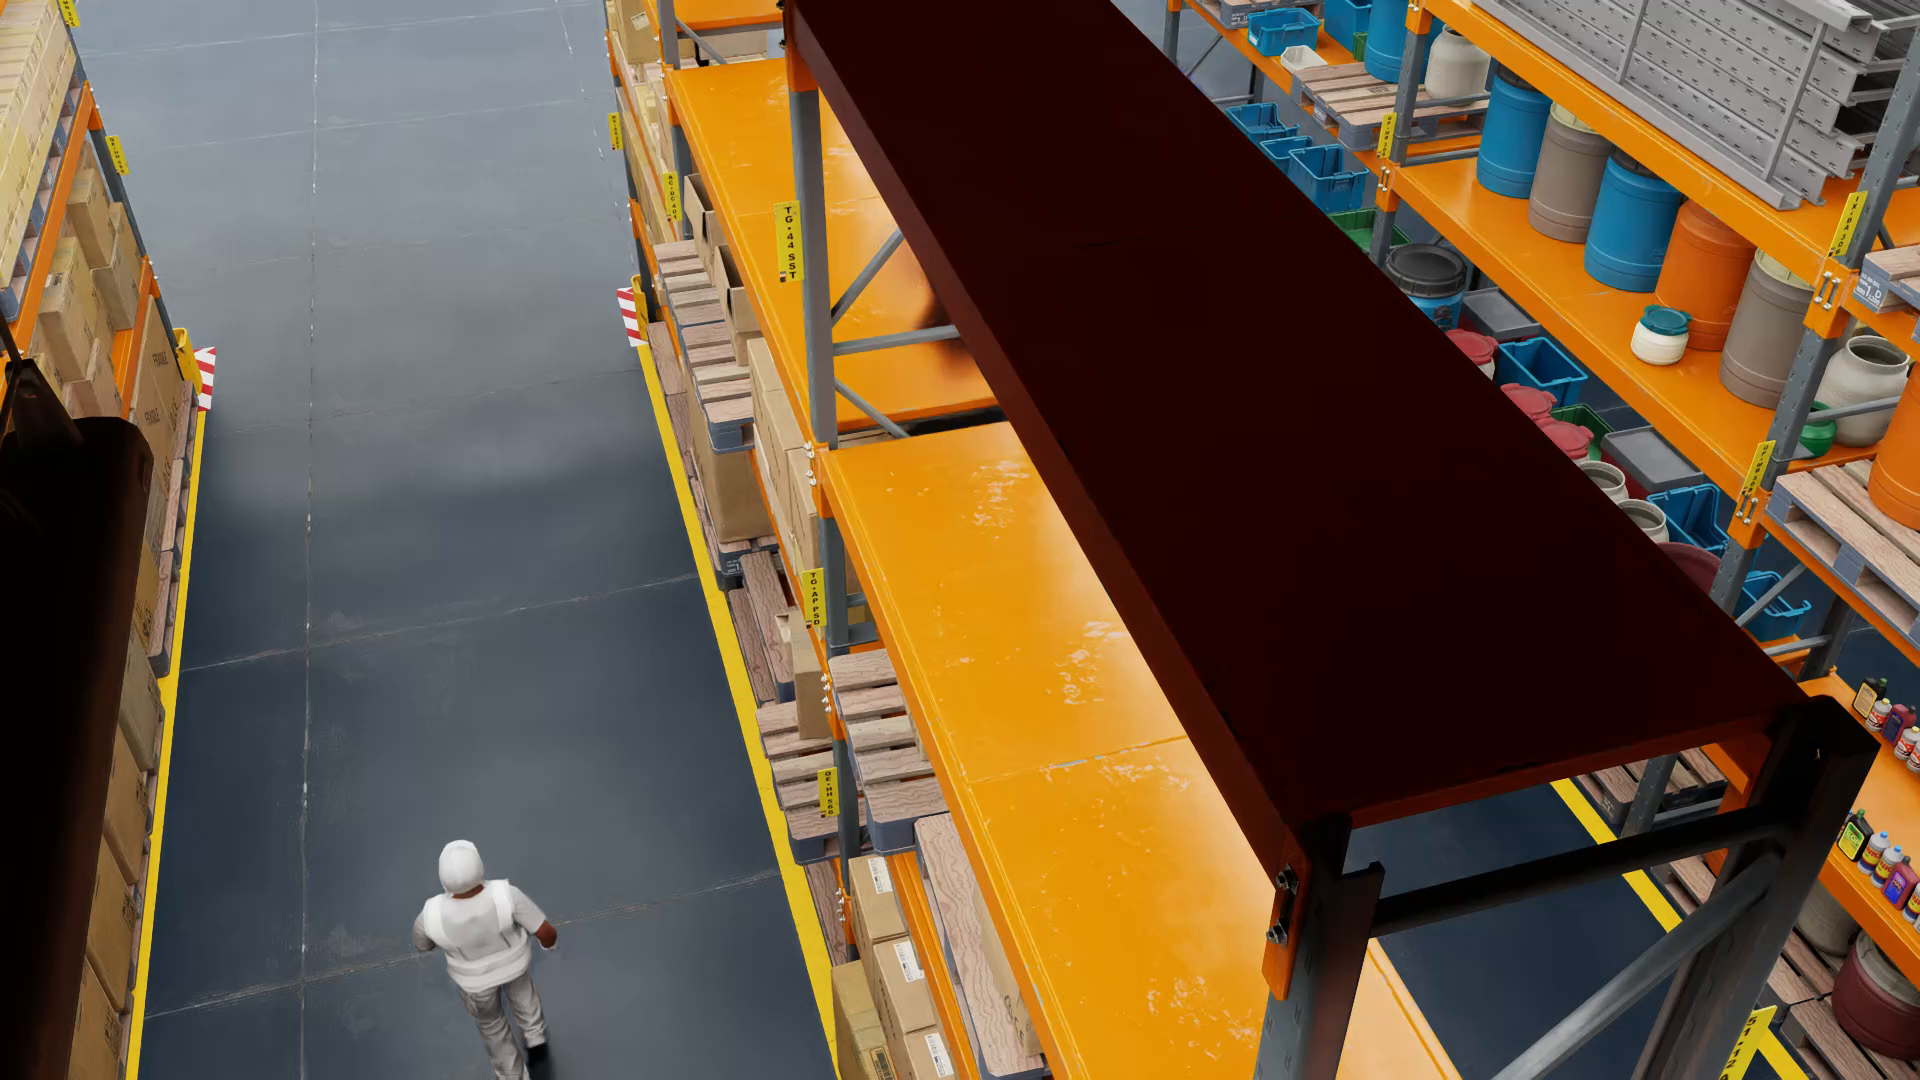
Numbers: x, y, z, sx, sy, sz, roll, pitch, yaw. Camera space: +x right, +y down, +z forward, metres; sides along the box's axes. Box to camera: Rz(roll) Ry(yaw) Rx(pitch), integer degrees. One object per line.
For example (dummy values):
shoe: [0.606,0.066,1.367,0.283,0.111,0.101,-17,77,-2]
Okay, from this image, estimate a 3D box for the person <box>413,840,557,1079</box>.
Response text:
person: [-2.442,2.173,8.653,0.653,1.792,0.714,-19,42,-22]

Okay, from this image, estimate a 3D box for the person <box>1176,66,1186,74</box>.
person: [2.248,-4.312,17.102,0.787,1.473,0.594,3,39,4]
